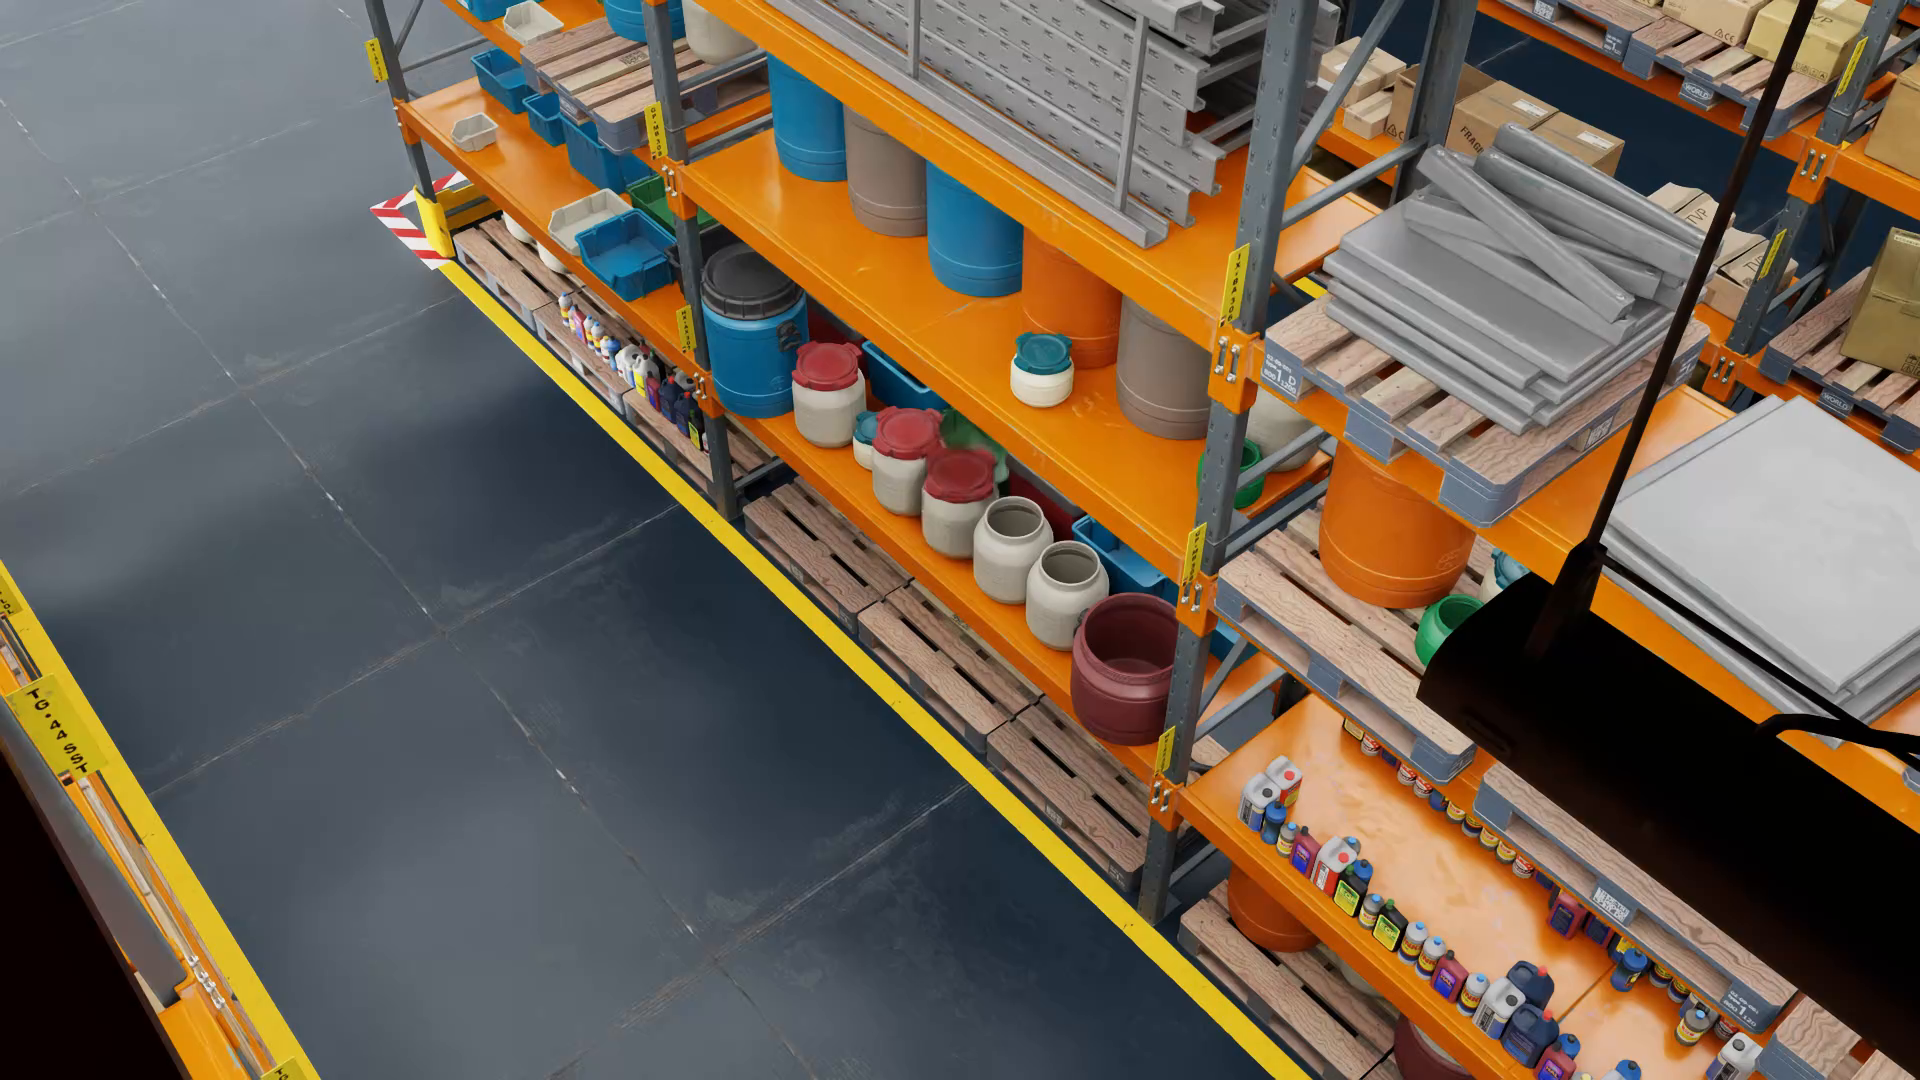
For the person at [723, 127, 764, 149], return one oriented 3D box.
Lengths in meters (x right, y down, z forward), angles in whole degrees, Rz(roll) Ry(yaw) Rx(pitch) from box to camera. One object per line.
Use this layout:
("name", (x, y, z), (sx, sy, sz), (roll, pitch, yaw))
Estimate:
("person", (-1.751, -3.435, 13.125), (0.777, 1.652, 0.564), (34, 55, 28))
